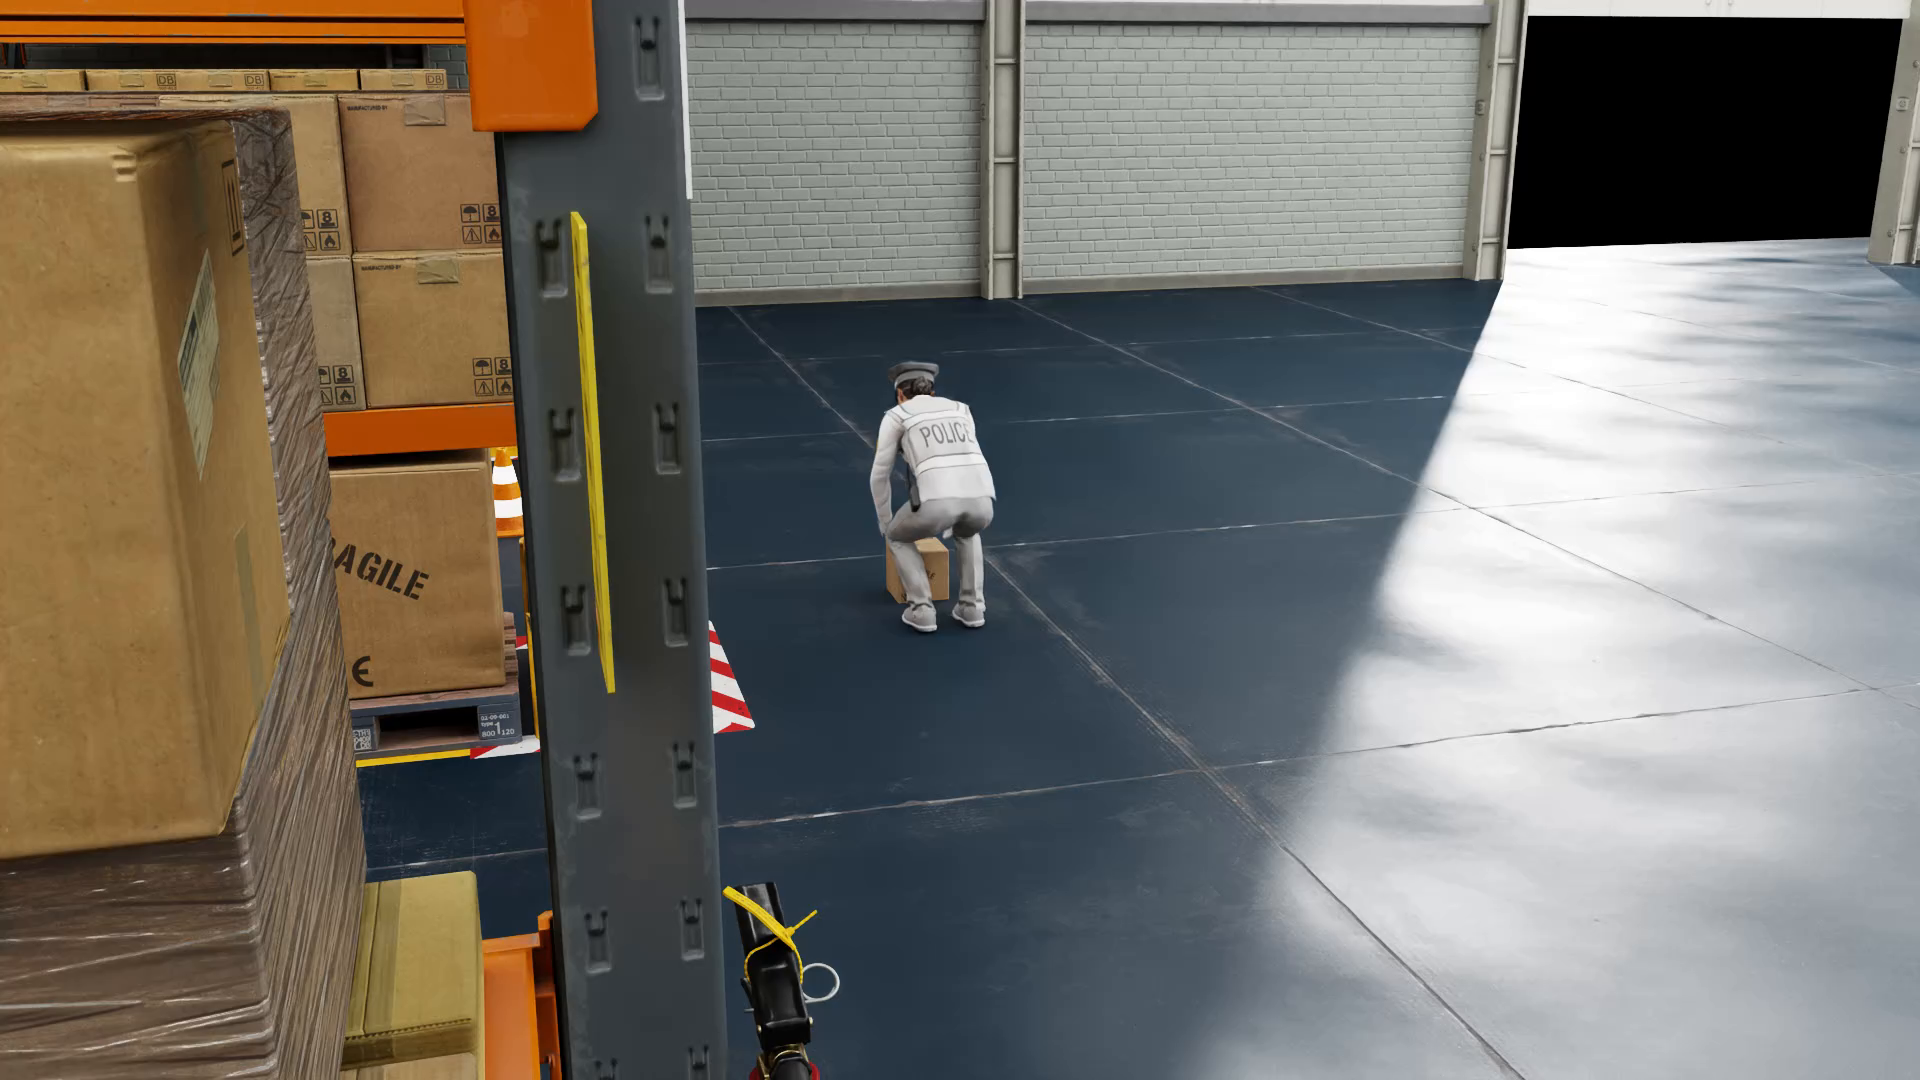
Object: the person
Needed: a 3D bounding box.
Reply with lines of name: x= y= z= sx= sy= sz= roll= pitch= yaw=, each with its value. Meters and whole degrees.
person: x=-0.133 y=-0.201 z=7.611 sx=0.522 sy=1.180 sz=0.796 roll=-5 pitch=17 yaw=-15
